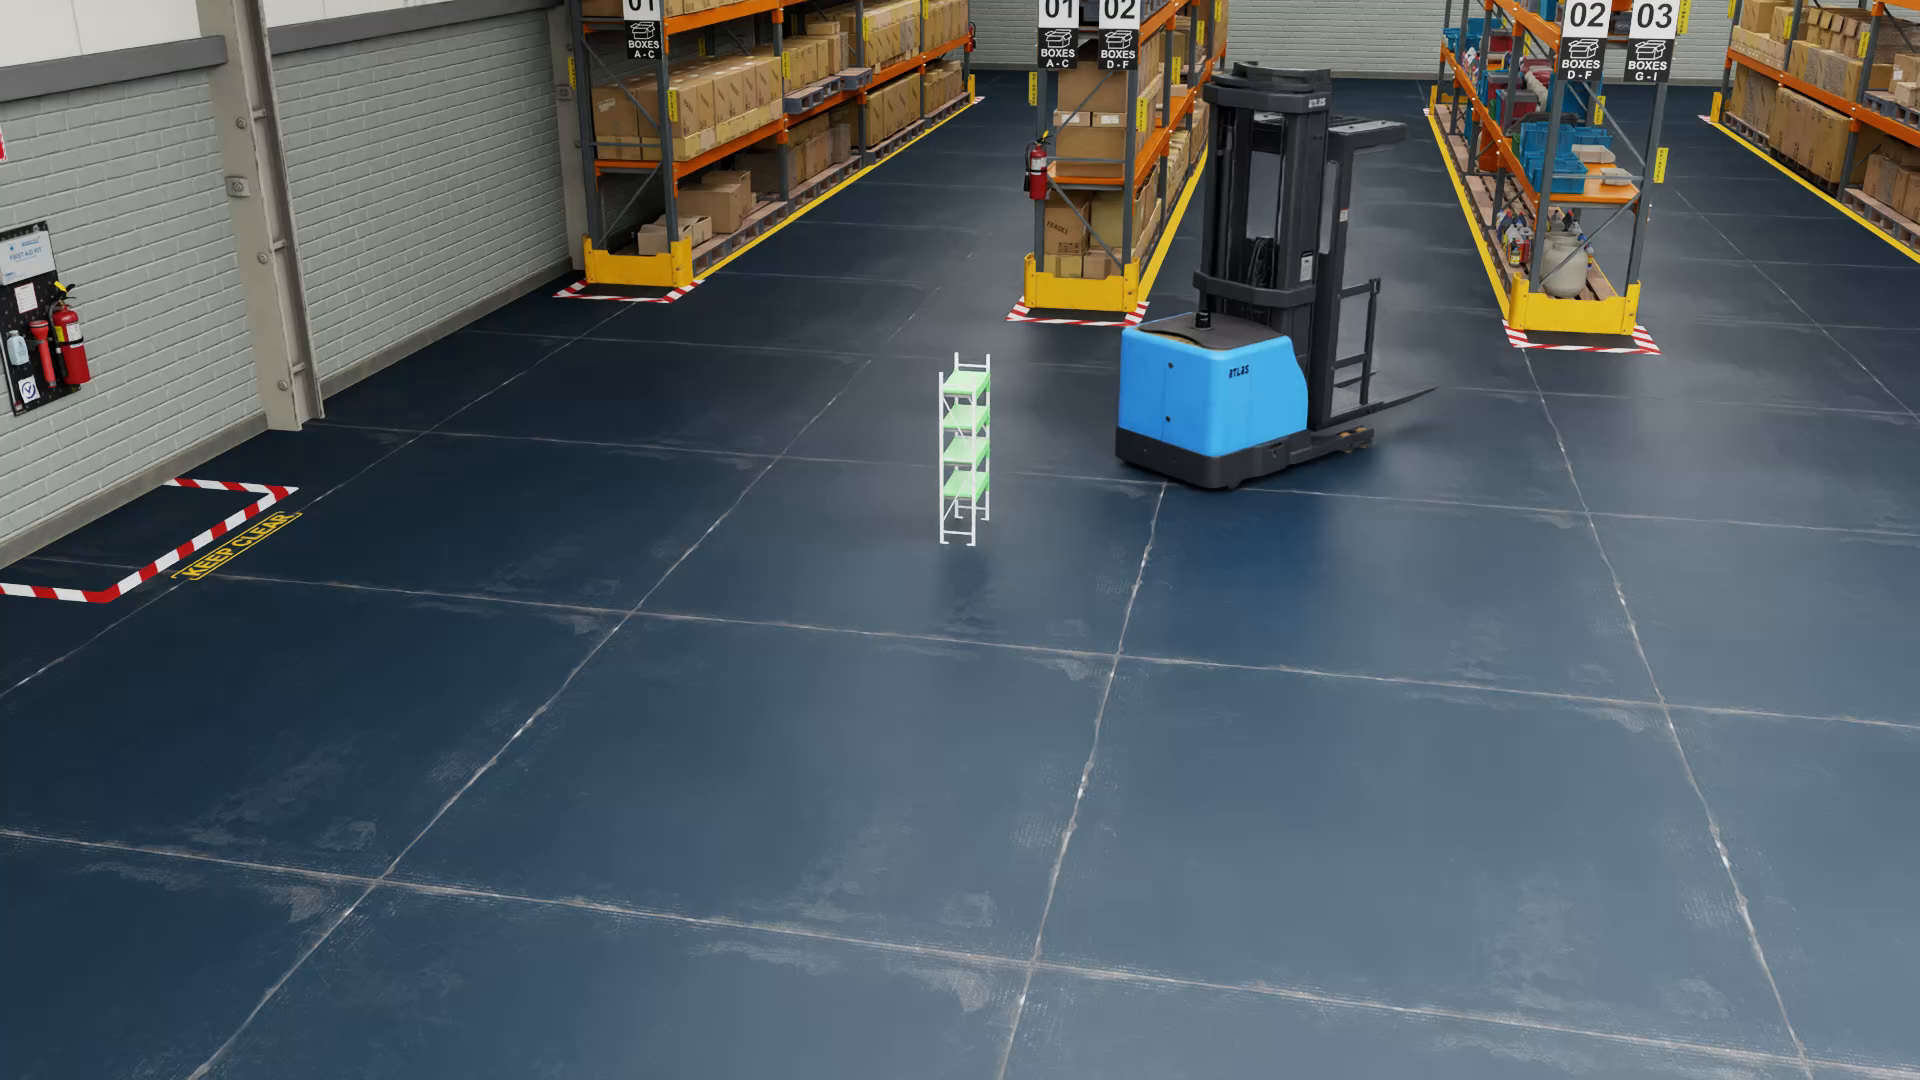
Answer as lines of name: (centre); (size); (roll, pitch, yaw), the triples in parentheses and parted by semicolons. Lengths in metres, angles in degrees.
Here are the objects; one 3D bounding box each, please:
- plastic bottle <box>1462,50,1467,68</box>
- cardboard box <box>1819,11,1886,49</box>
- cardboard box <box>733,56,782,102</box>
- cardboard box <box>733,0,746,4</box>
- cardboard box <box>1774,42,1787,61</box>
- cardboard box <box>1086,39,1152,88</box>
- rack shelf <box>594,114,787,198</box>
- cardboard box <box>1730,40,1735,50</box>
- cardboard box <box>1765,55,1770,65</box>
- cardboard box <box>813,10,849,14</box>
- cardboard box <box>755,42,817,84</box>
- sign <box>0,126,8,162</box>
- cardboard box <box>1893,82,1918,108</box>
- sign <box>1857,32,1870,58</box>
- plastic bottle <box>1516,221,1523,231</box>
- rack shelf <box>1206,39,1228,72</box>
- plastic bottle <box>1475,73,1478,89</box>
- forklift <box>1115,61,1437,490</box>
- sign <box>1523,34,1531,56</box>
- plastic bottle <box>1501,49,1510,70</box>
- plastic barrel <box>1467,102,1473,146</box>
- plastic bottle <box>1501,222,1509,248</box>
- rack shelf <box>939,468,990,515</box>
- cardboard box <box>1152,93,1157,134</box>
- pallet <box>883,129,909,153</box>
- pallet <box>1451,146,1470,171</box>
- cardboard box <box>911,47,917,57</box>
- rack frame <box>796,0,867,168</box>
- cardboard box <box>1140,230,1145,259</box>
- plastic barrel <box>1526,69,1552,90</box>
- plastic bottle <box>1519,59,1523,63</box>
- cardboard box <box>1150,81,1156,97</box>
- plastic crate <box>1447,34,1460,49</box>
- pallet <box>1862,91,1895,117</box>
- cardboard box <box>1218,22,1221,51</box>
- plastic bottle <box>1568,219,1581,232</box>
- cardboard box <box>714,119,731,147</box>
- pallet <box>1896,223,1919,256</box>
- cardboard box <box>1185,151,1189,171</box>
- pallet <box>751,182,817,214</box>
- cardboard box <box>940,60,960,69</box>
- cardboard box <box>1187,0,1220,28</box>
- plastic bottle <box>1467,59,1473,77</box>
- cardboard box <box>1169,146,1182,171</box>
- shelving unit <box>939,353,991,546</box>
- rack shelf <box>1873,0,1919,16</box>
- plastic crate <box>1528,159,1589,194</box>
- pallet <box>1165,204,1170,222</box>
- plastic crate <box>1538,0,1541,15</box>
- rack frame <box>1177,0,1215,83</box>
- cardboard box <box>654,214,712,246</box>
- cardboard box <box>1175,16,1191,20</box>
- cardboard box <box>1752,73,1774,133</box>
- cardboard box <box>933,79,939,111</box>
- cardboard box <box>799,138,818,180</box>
plastic bottle: (8.051, -7.665, 26.527); (0.061, 0.283, 0.133); (4, 22, 11)
cardboard box: (13.146, -7.519, 24.532); (0.797, 0.503, 0.637); (5, 22, 12)
cardboard box: (-2.554, -5.790, 20.885); (0.500, 0.500, 0.500); (4, 22, 11)
cardboard box: (-2.813, -6.553, 19.434); (0.500, 0.500, 0.500); (4, 22, 9)
cardboard box: (13.253, -7.742, 26.364); (0.500, 0.250, 0.500); (4, 22, 10)
cardboard box: (1.801, -5.440, 18.976); (0.700, 0.500, 0.500); (4, 22, 11)
rack shelf: (-3.168, -4.634, 19.807); (1.077, 0.370, 4.000); (4, 22, 11)
cardboard box: (13.841, -8.734, 29.360); (0.380, 0.149, 0.250); (5, 22, 12)
cardboard box: (13.319, -7.794, 27.027); (0.380, 0.149, 0.250); (5, 22, 12)
cardboard box: (-1.996, -8.078, 25.834); (0.500, 0.250, 0.500); (4, 22, 9)
cardboard box: (-2.398, -6.580, 22.954); (0.700, 0.500, 0.500); (8, 23, 18)
sign: (-6.145, -2.543, 10.549); (0.001, 0.298, 0.199); (4, 22, 11)
cardboard box: (12.037, -5.559, 20.780); (0.500, 0.250, 0.500); (4, 22, 9)
sign: (12.060, -6.607, 22.194); (0.100, 0.325, 0.005); (4, 22, 11)
plastic bottle: (6.456, -3.557, 19.232); (0.097, 0.271, 0.097); (0, 22, 0)
rack shelf: (4.131, -8.646, 29.770); (1.077, 0.370, 4.000); (4, 22, 11)
plastic bottle: (7.467, -6.617, 23.926); (0.061, 0.283, 0.133); (4, 22, 11)
forklift: (2.641, -2.168, 12.813); (3.031, 2.935, 1.130); (-18, 28, -37)
sign: (9.109, -7.955, 26.721); (0.100, 0.325, 0.005); (4, 22, 11)
plastic bottle: (8.563, -7.497, 26.018); (0.144, 0.351, 0.185); (4, 22, 11)
plastic barrel: (8.299, -6.634, 26.058); (0.600, 0.901, 0.708); (4, 22, 11)
plastic bottle: (6.255, -3.498, 19.071); (0.061, 0.283, 0.133); (5, 23, 13)
rack shelf: (0.034, -0.335, 11.393); (0.258, 0.148, 0.480); (4, 22, 11)
cardboard box: (2.006, -5.206, 20.132); (0.700, 0.500, 0.500); (4, 22, 10)
pallet: (-1.458, -6.596, 27.448); (1.003, 0.211, 1.213); (4, 22, 11)
pallet: (8.126, -5.850, 25.595); (1.003, 0.211, 1.213); (4, 22, 11)
cardboard box: (-0.948, -8.278, 28.203); (0.380, 0.149, 0.250); (5, 22, 12)
rack frame: (-1.944, -7.162, 25.121); (1.000, 3.000, 0.127); (4, 22, 11)
cardboard box: (1.802, -3.324, 18.711); (0.500, 0.250, 0.500); (4, 22, 11)
plastic barrel: (7.668, -5.912, 21.868); (0.421, 0.512, 0.421); (0, 22, 0)
plastic bottle: (8.555, -7.191, 25.360); (0.152, 0.276, 0.135); (4, 22, 11)
cardboard box: (2.089, -5.272, 19.426); (0.380, 0.149, 0.250); (4, 22, 11)
plastic crate: (8.746, -8.736, 29.173); (0.416, 0.233, 0.300); (4, 22, 11)
pallet: (12.563, -5.671, 21.677); (1.213, 0.211, 1.003); (4, 22, 11)
cardboard box: (4.299, -8.831, 29.131); (0.500, 0.500, 0.500); (4, 22, 11)
plastic bottle: (6.984, -3.473, 18.920); (0.144, 0.351, 0.185); (4, 22, 11)
cardboard box: (-2.964, -4.707, 19.200); (0.500, 0.250, 0.500); (4, 22, 10)
pallet: (11.945, -3.558, 19.905); (1.003, 0.211, 1.213); (4, 22, 11)
cardboard box: (3.038, -5.494, 24.098); (0.500, 0.250, 0.500); (5, 22, 12)
pallet: (-2.602, -4.690, 22.717); (1.003, 0.211, 1.213); (4, 22, 11)
cardboard box: (-0.204, -9.099, 31.848); (0.380, 0.149, 0.250); (4, 22, 10)
cardboard box: (4.094, -8.910, 27.989); (0.500, 0.500, 0.500); (5, 22, 12)
plastic bottle: (7.817, -7.206, 25.403); (0.097, 0.271, 0.097); (0, 22, 0)
cardboard box: (2.731, -5.197, 22.610); (0.500, 0.311, 0.500); (5, 22, 12)
shelving unit: (0.034, -0.617, 11.280); (0.258, 1.200, 0.503); (4, 22, 11)
rack shelf: (12.196, -6.355, 20.067); (1.077, 0.370, 4.000); (4, 22, 11)
plastic crate: (5.932, -3.618, 16.520); (0.499, 0.251, 0.616); (4, 22, 11)
pallet: (2.202, -4.302, 21.752); (1.003, 0.211, 1.213); (4, 22, 11)
plastic crate: (6.350, -5.681, 17.712); (0.336, 0.188, 0.450); (4, 22, 11)
rack frame: (3.723, -8.249, 27.819); (1.000, 3.000, 0.127); (4, 22, 11)
cardboard box: (-3.230, -3.648, 19.406); (0.500, 0.311, 0.500); (6, 23, 15)
cardboard box: (3.407, -8.334, 27.334); (0.700, 0.500, 0.500); (-3, 22, -7)
cardboard box: (13.817, -7.266, 27.661); (0.875, 0.875, 0.875); (4, 22, 11)
cardboard box: (-0.769, -8.109, 30.257); (0.700, 0.500, 0.500); (4, 22, 10)
cardboard box: (-2.426, -5.390, 23.480); (0.700, 0.500, 0.500); (5, 22, 12)
